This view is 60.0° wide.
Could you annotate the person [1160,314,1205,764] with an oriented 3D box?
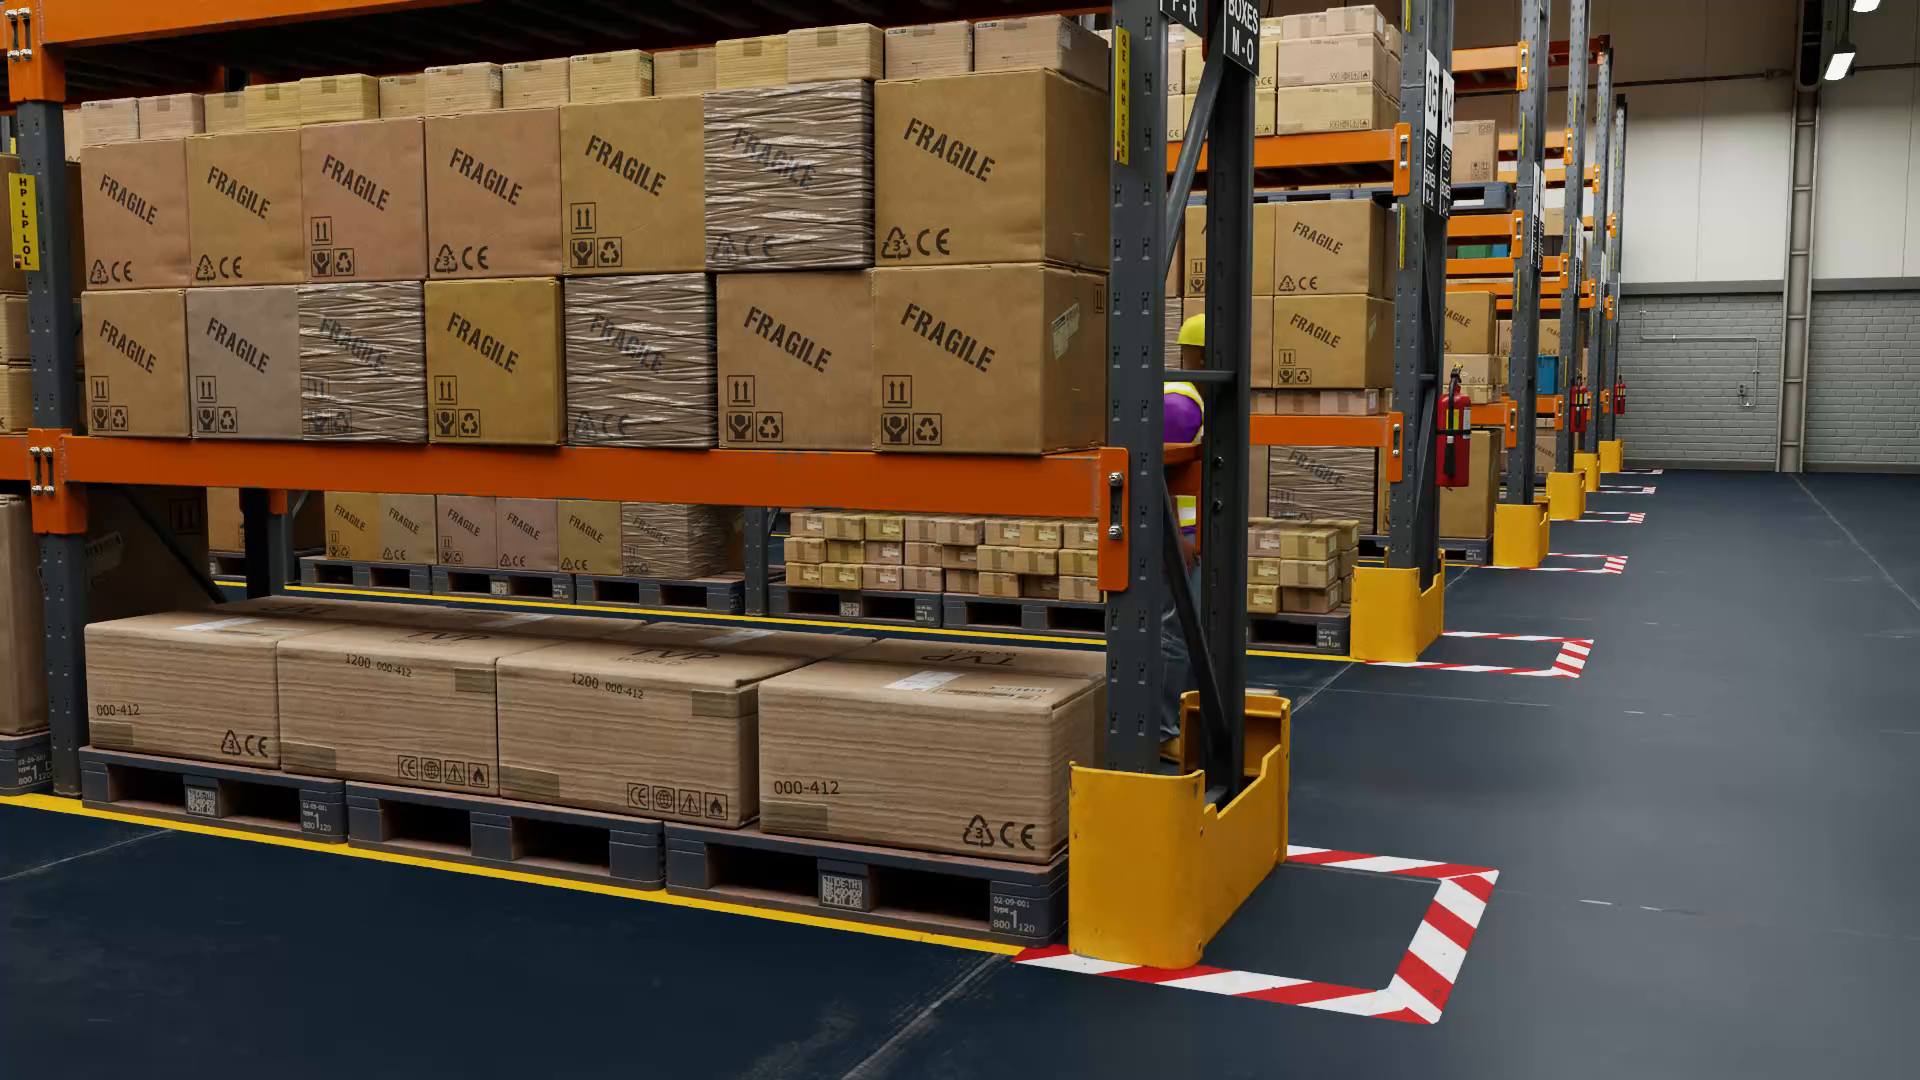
[{"bbox_3d":[0.918,-0.022,6.674,0.457,1.760,0.635,2,6,20],"label":"person"}]
